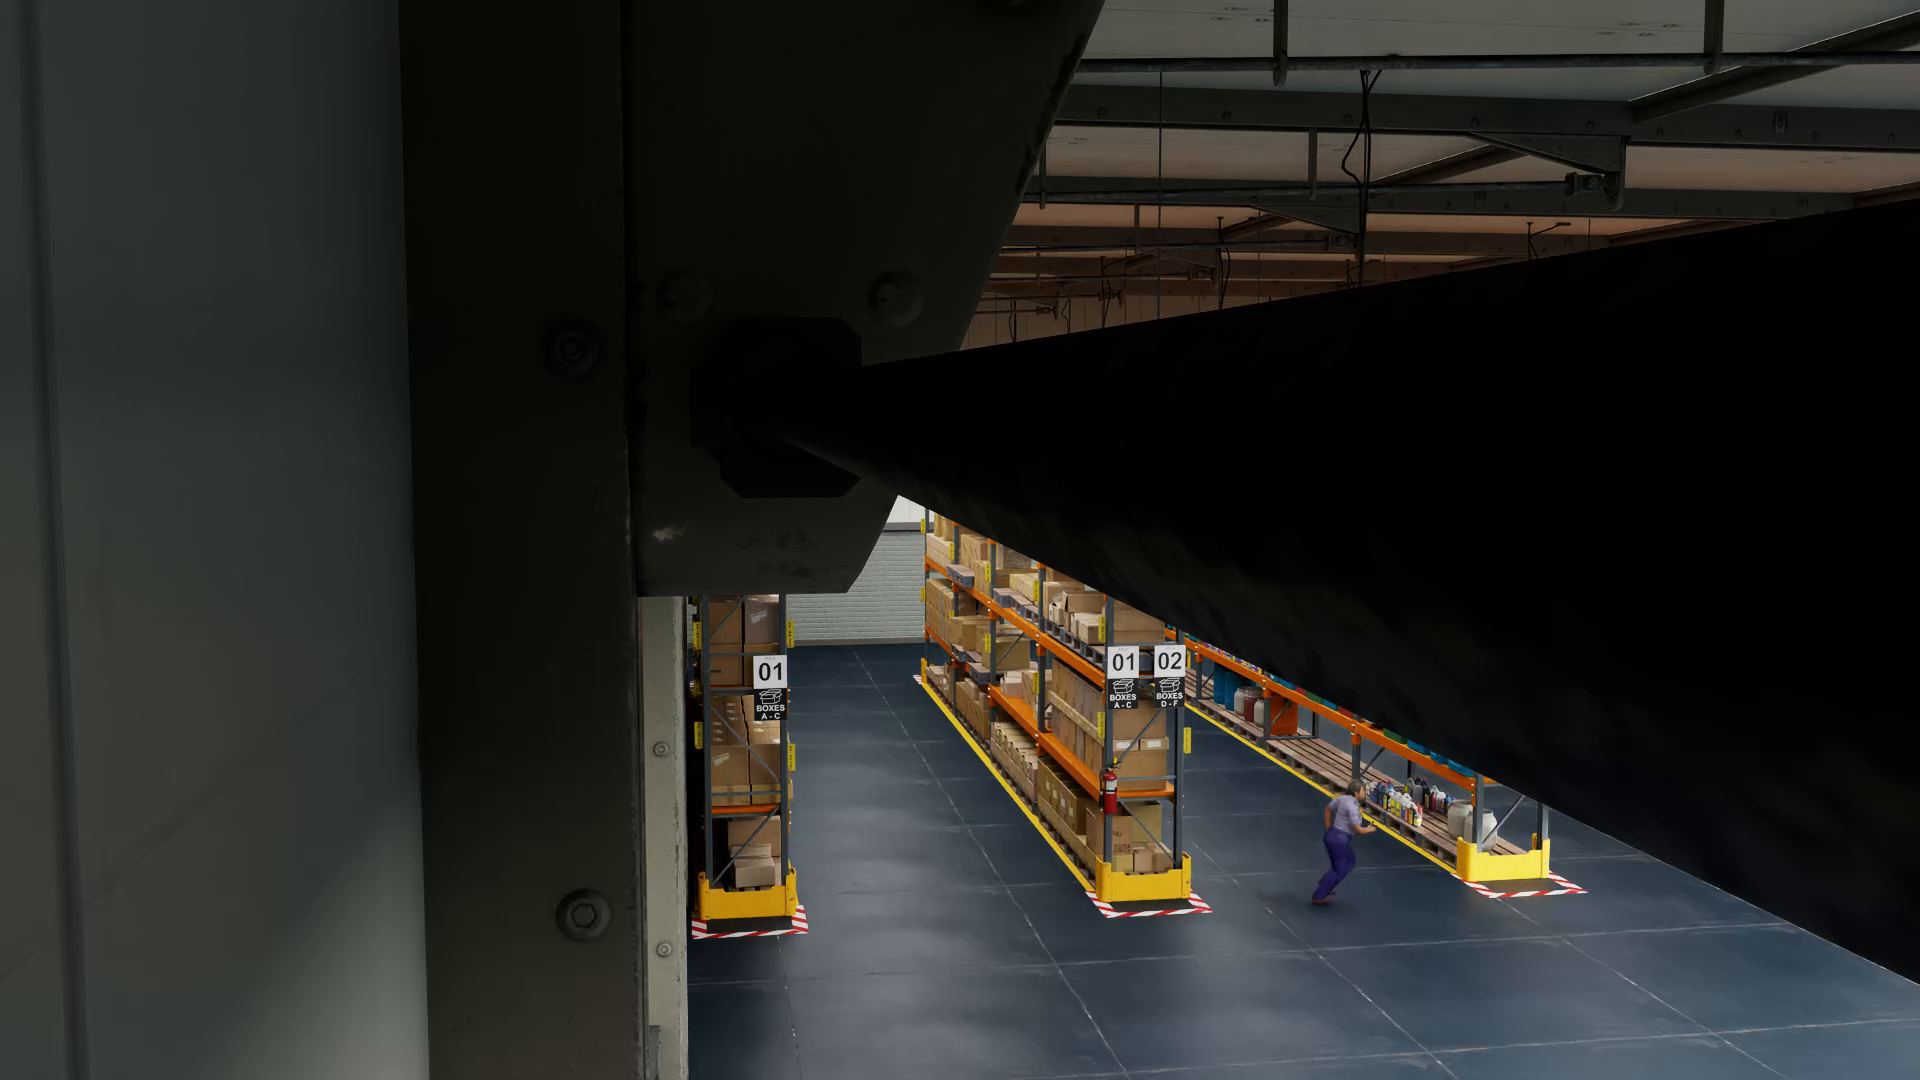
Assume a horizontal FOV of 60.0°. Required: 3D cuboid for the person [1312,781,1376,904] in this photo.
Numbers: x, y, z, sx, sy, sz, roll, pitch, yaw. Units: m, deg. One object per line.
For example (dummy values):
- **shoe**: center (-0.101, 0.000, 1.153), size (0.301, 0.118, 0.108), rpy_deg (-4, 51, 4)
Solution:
- **person**: center (4.771, 3.746, 20.676), size (0.800, 1.541, 0.600), rpy_deg (0, 5, -2)
